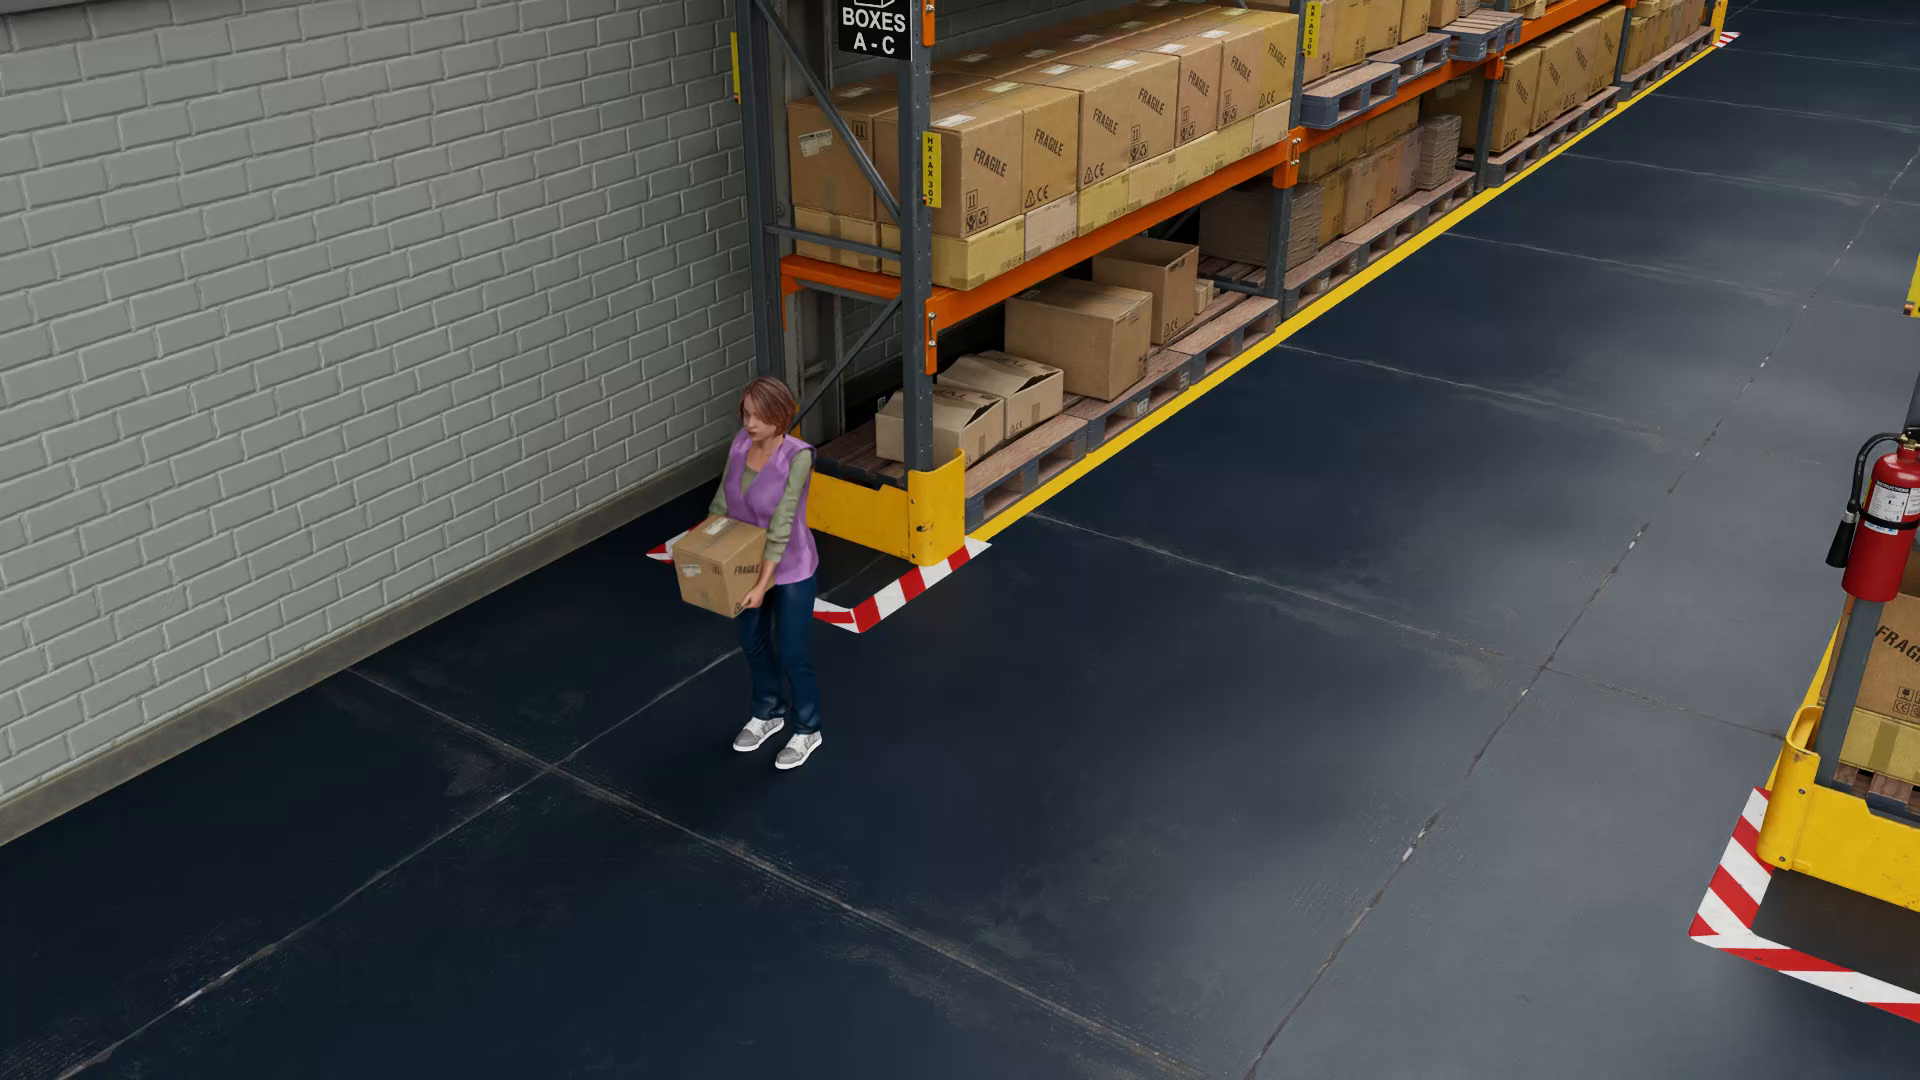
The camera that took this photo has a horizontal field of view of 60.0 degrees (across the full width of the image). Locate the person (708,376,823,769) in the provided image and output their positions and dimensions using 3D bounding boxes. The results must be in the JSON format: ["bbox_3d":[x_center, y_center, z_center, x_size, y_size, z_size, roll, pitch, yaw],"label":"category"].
[{"bbox_3d":[-0.763,0.155,6.334,0.375,1.600,0.502,17,32,30],"label":"person"}]
